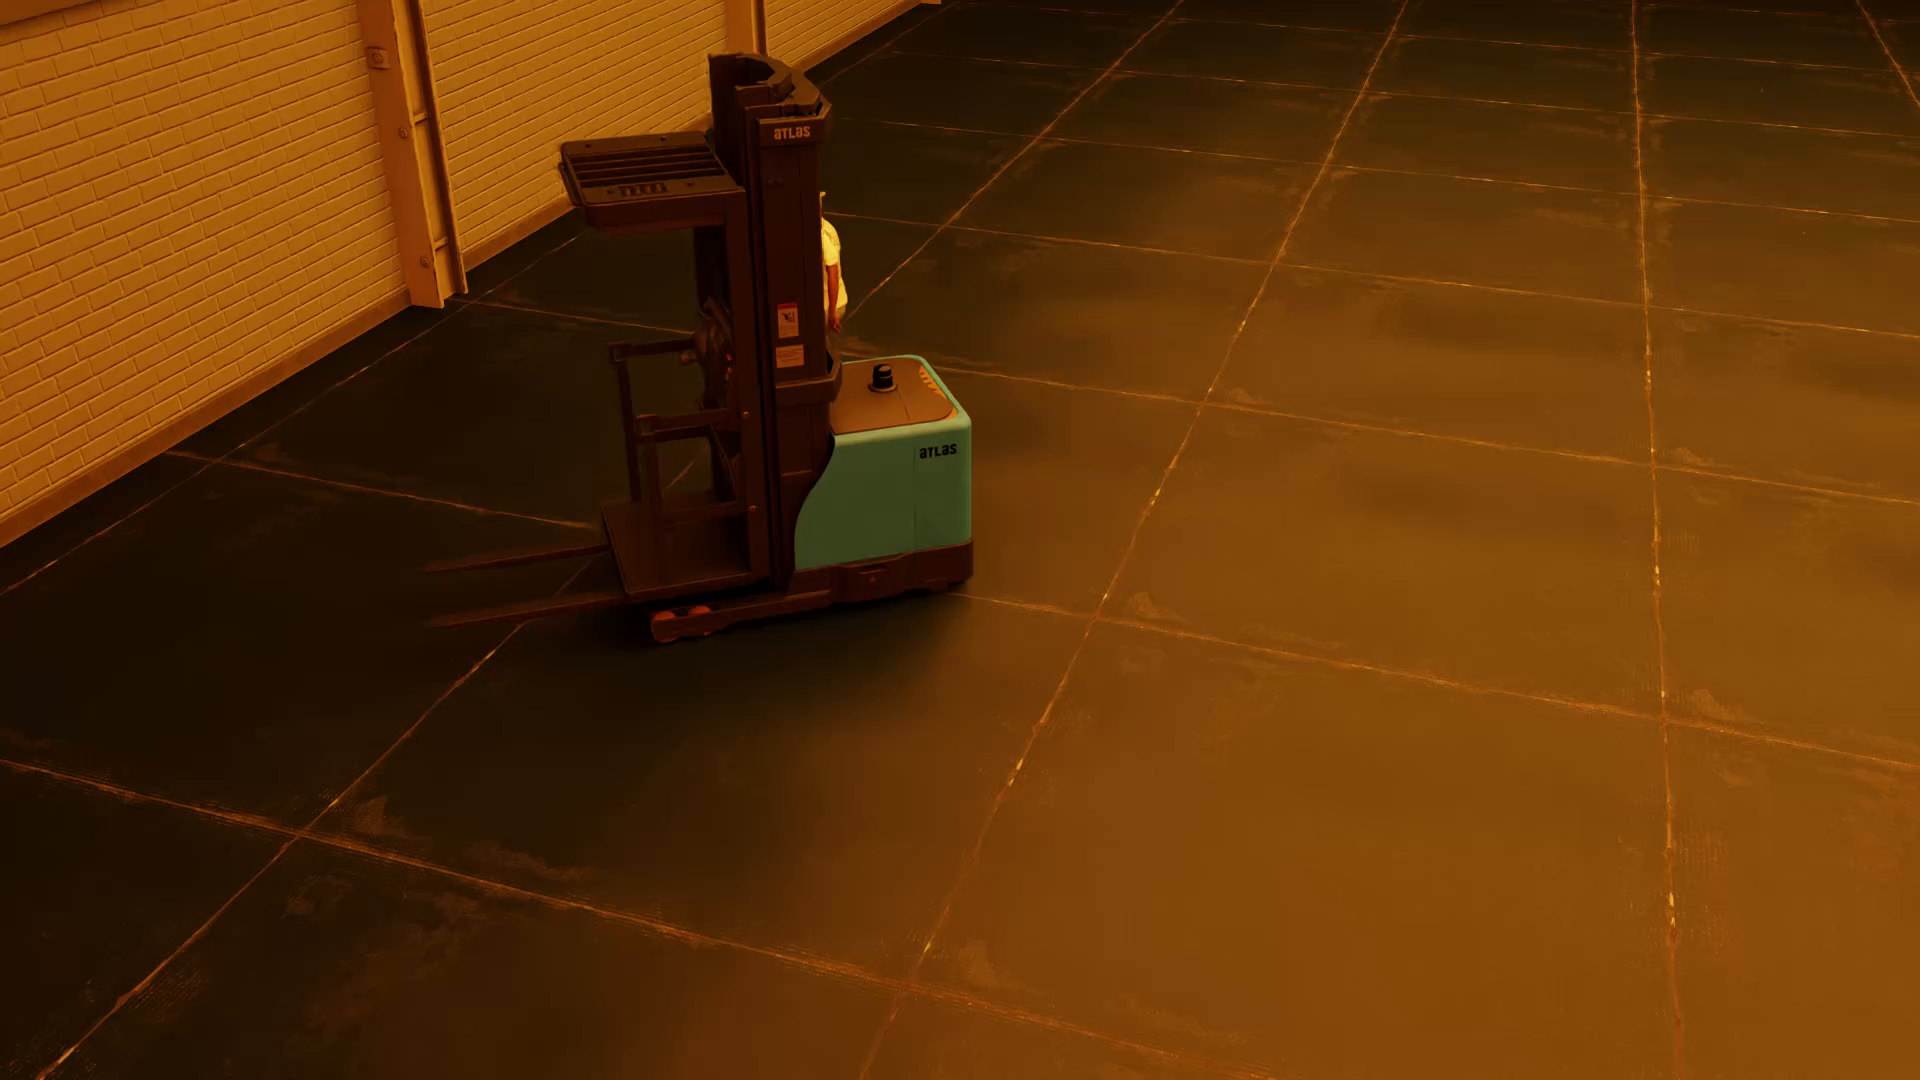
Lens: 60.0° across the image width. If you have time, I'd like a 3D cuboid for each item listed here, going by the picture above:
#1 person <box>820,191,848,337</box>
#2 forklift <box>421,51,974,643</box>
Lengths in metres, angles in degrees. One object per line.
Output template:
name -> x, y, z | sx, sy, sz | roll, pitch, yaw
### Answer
person -> -0.999, -1.586, 11.309 | 0.681, 1.613, 0.633 | 10, 31, 17
forklift -> -1.497, -1.005, 8.899 | 3.031, 2.935, 1.130 | -9, 31, -16
